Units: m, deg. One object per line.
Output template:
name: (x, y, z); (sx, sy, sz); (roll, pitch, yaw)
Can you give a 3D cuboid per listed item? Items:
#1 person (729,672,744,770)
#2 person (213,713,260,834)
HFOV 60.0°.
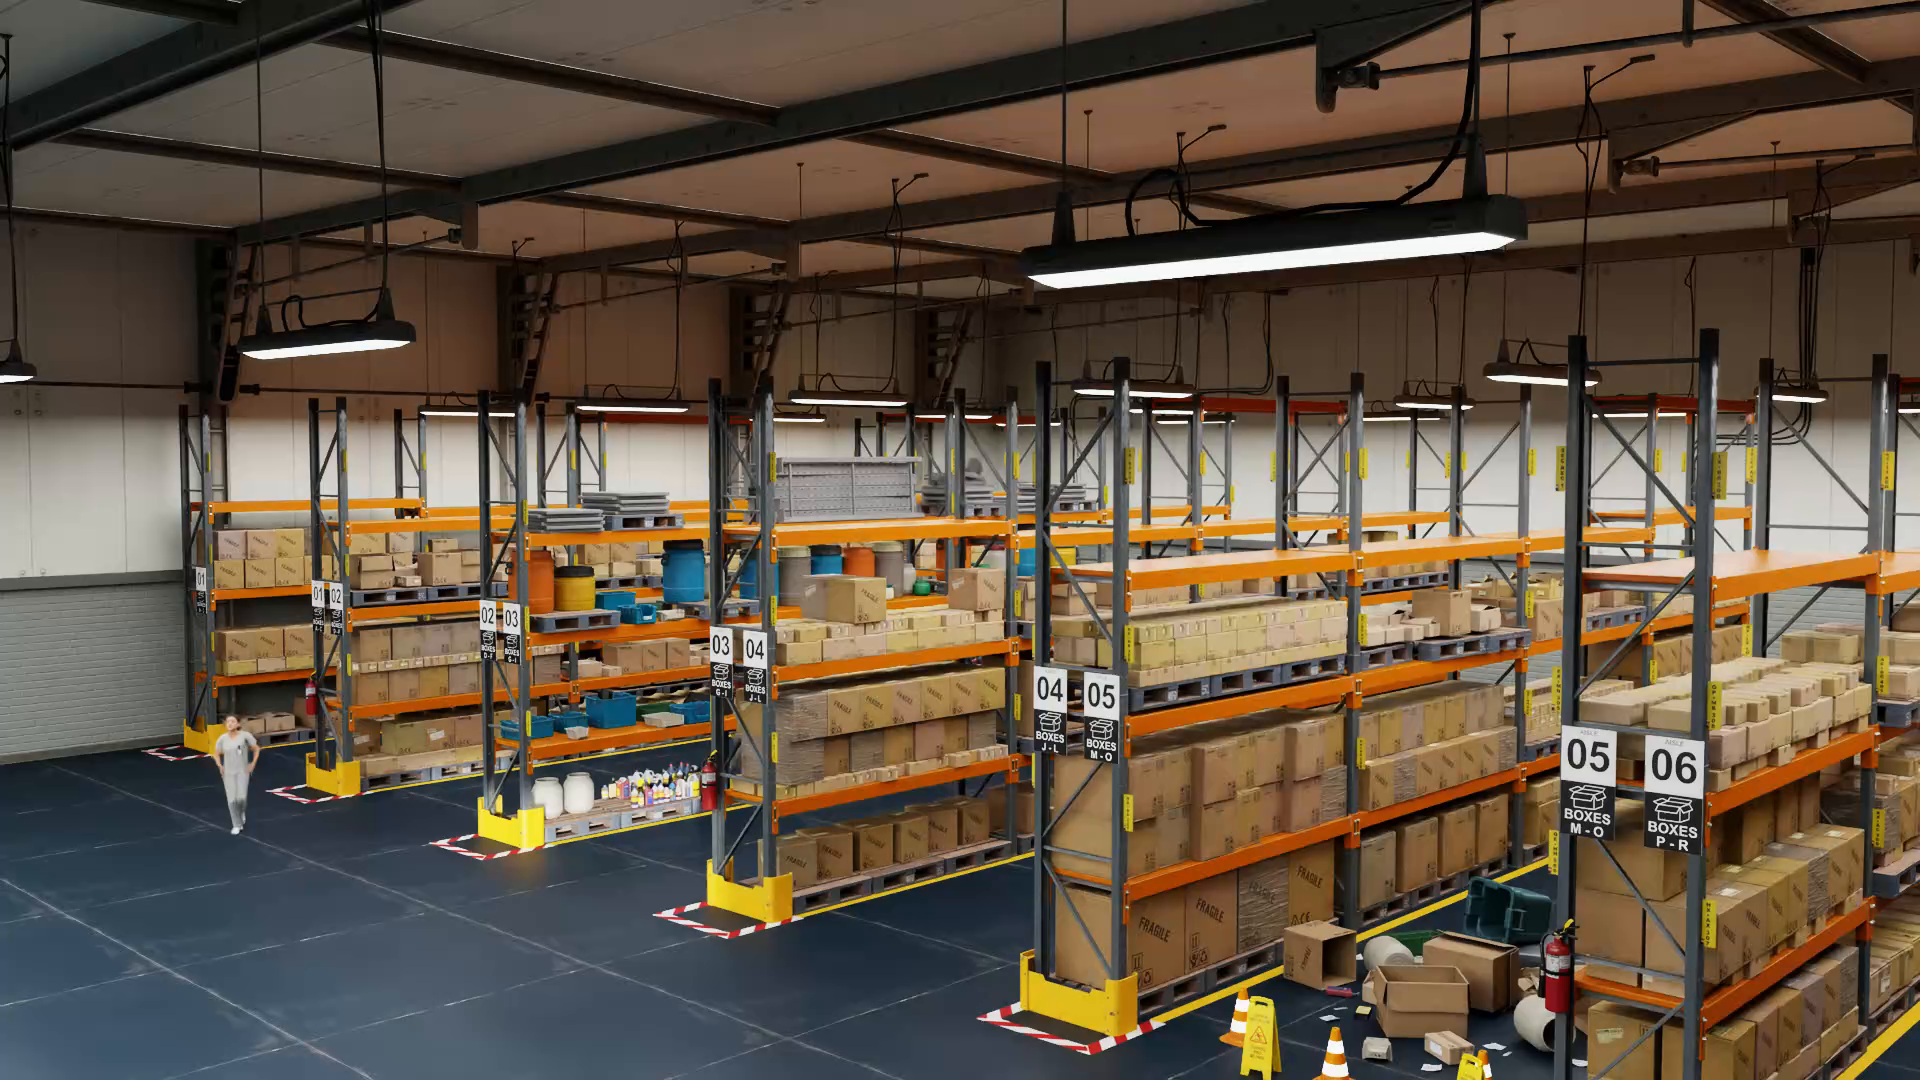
person: (-3.498, 2.911, 27.165); (0.858, 1.684, 0.641); (-3, 4, -45)
person: (-9.825, 3.166, 22.562); (0.573, 1.632, 0.527); (-1, 3, -14)
